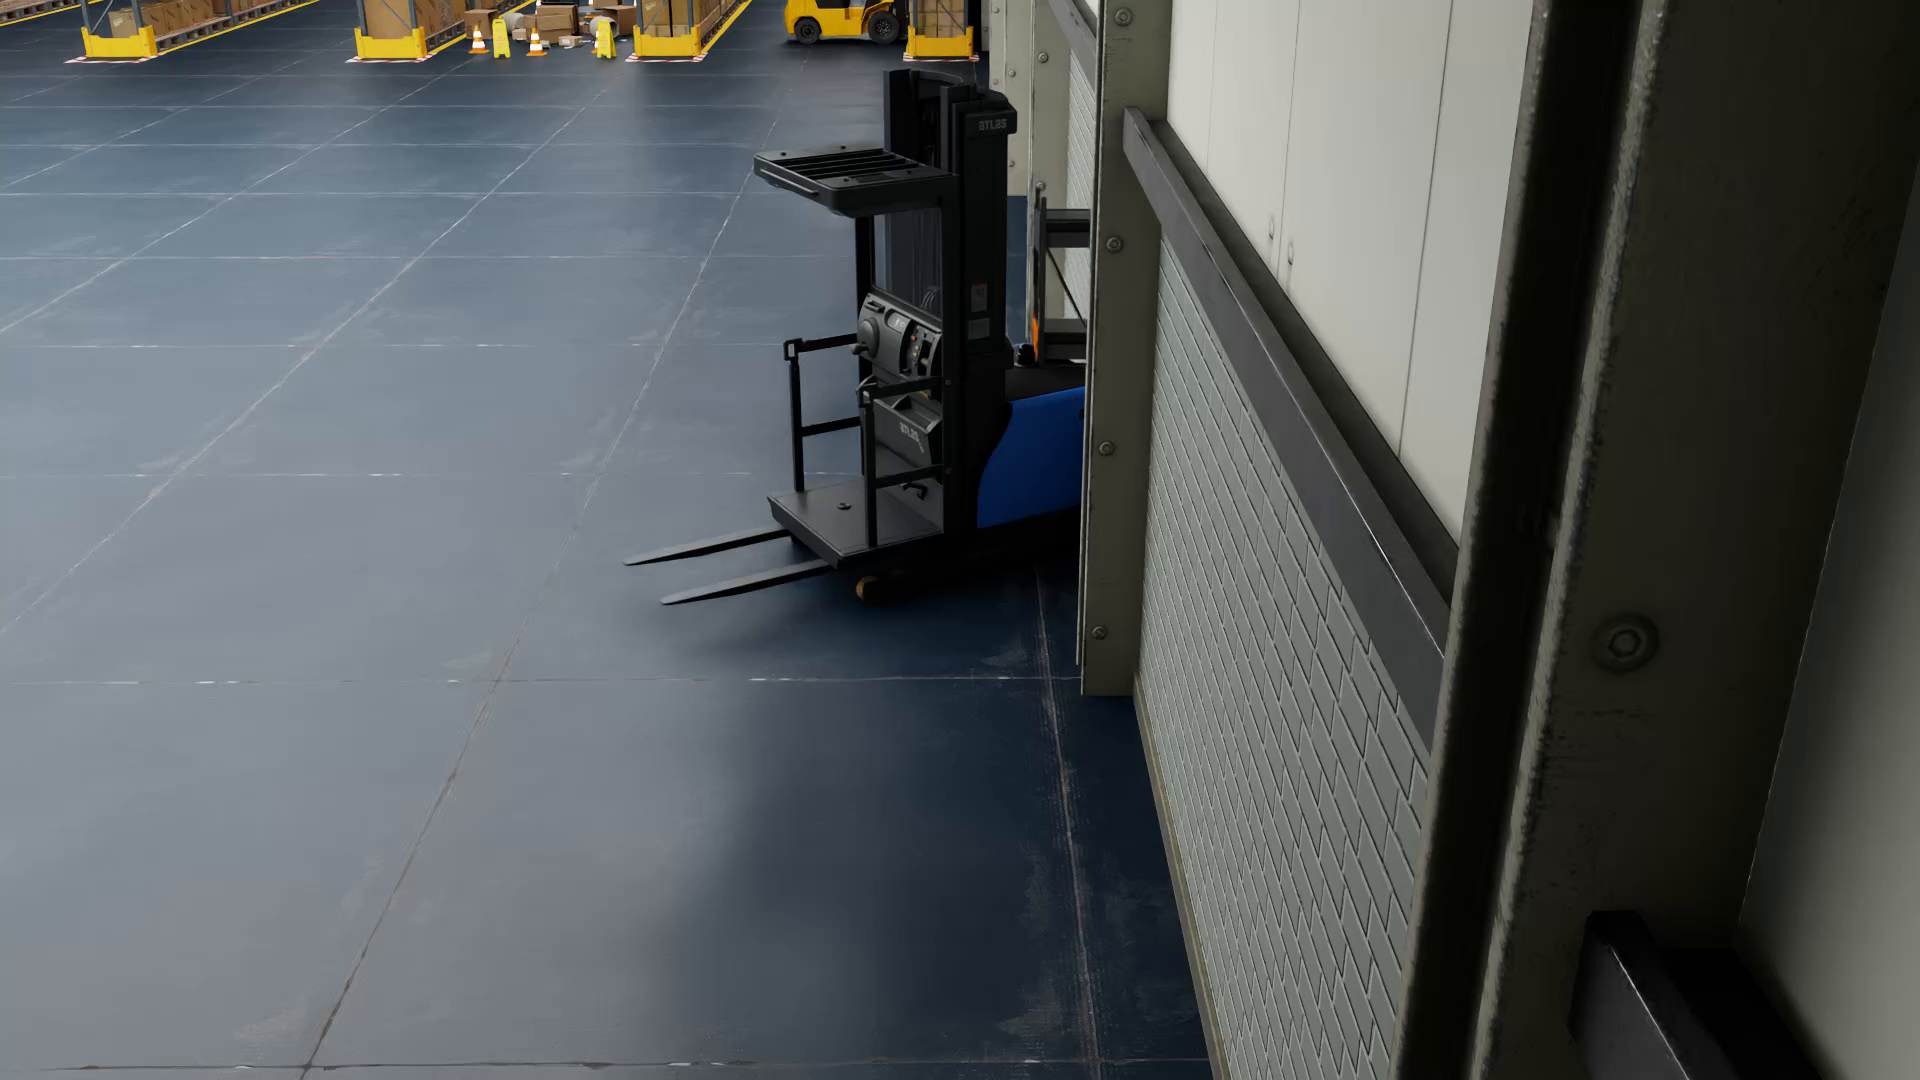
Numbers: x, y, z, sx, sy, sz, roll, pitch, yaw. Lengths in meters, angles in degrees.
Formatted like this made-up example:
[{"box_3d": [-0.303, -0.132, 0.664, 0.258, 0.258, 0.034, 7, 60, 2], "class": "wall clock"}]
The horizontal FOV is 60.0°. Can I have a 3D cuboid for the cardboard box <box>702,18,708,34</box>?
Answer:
[{"box_3d": [-5.044, -9.673, 31.324, 0.500, 0.250, 0.500, 1, 24, 1], "class": "cardboard box"}]

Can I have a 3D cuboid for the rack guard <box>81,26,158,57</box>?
[{"box_3d": [-15.224, -9.038, 30.127, 1.175, 0.500, 0.348, 0, 24, -1], "class": "rack guard"}]

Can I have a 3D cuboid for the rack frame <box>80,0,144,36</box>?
[{"box_3d": [-15.224, -10.146, 29.542, 1.000, 3.000, 0.127, 0, 24, -1], "class": "rack frame"}]

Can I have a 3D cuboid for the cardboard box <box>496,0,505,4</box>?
[{"box_3d": [-10.420, -11.978, 35.813, 1.050, 0.750, 0.750, 0, 24, 0], "class": "cardboard box"}]

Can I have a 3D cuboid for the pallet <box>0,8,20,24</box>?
[{"box_3d": [-20.267, -10.825, 34.427, 1.003, 0.211, 1.213, 0, 24, -1], "class": "pallet"}]

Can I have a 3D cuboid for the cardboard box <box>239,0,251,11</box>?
[{"box_3d": [-15.239, -11.305, 34.606, 0.700, 0.500, 0.500, 0, 24, -1], "class": "cardboard box"}]

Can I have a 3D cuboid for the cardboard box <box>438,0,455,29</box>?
[{"box_3d": [-10.356, -10.367, 32.100, 0.875, 0.875, 0.875, 0, 24, 0], "class": "cardboard box"}]

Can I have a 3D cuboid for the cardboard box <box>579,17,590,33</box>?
[{"box_3d": [-7.495, -10.247, 33.085, 0.258, 0.266, 0.396, -19, 31, -36], "class": "cardboard box"}]

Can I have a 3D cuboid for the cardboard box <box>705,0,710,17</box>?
[{"box_3d": [-5.055, -10.236, 31.659, 0.500, 0.500, 0.500, 0, 24, 0], "class": "cardboard box"}]

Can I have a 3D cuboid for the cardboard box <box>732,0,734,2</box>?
[{"box_3d": [-5.389, -11.944, 36.198, 0.950, 0.372, 0.625, -1, 24, -2], "class": "cardboard box"}]

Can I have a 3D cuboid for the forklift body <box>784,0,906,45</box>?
[{"box_3d": [-2.196, -10.600, 31.578, 2.313, 2.155, 1.214, 0, 24, -1], "class": "forklift body"}]

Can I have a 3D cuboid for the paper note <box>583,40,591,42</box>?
[{"box_3d": [-7.174, -9.563, 31.872, 0.148, 0.019, 0.142, 8, 26, 18], "class": "paper note"}]

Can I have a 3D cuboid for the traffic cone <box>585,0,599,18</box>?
[{"box_3d": [-7.774, -11.302, 35.178, 0.336, 0.463, 0.334, 0, 24, -1], "class": "traffic cone"}]

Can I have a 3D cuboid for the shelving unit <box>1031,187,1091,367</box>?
[{"box_3d": [0.686, -1.175, 10.709, 0.431, 2.100, 0.503, -1, 18, -2], "class": "shelving unit"}]

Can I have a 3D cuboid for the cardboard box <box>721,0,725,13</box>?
[{"box_3d": [-5.366, -11.049, 34.218, 0.950, 0.372, 0.625, 0, 24, 0], "class": "cardboard box"}]

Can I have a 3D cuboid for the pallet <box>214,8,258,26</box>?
[{"box_3d": [-15.277, -10.844, 34.471, 1.003, 0.211, 1.213, 0, 24, -1], "class": "pallet"}]

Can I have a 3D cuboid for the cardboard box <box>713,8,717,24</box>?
[{"box_3d": [-5.067, -10.315, 32.744, 0.500, 0.250, 0.500, -1, 24, -2], "class": "cardboard box"}]

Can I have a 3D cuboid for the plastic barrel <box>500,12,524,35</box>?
[{"box_3d": [-8.760, -10.140, 32.657, 0.512, 0.421, 0.421, 19, 30, 35], "class": "plastic barrel"}]

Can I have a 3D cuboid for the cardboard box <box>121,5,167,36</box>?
[{"box_3d": [-15.254, -9.702, 31.084, 0.500, 0.500, 0.500, 6, 25, 13], "class": "cardboard box"}]

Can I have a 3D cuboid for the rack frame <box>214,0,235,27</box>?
[{"box_3d": [-15.267, -11.794, 33.187, 1.000, 3.000, 0.127, 0, 24, -1], "class": "rack frame"}]

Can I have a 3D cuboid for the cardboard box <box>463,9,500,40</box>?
[{"box_3d": [-9.263, -10.002, 32.254, 0.500, 0.500, 0.500, 4, 25, 9], "class": "cardboard box"}]

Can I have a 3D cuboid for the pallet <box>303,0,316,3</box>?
[{"box_3d": [-15.244, -12.497, 38.125, 1.003, 0.211, 1.213, 0, 24, -1], "class": "pallet"}]

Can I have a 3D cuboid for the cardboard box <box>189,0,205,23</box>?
[{"box_3d": [-15.289, -10.445, 32.729, 0.500, 0.500, 0.500, 8, 25, 16], "class": "cardboard box"}]

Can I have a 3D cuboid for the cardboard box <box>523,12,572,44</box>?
[{"box_3d": [-7.865, -9.765, 31.731, 0.797, 0.503, 0.637, -19, 31, -36], "class": "cardboard box"}]

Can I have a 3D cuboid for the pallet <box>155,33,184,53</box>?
[{"box_3d": [-15.198, -9.241, 30.927, 1.003, 0.211, 1.213, 0, 24, -1], "class": "pallet"}]

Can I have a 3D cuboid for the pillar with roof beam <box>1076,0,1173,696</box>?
[{"box_3d": [-3.500, -3.330, 7.192, 9.100, 9.000, 0.400, 0, 24, -1], "class": "pillar with roof beam"}]

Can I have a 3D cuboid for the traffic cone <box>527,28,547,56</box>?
[{"box_3d": [-7.715, -9.061, 30.222, 0.336, 0.463, 0.334, 0, 24, -1], "class": "traffic cone"}]

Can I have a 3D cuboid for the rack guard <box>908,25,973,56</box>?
[{"box_3d": [-0.350, -9.065, 30.187, 1.175, 0.500, 0.348, 0, 24, -1], "class": "rack guard"}]

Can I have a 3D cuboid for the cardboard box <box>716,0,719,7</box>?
[{"box_3d": [-5.083, -10.876, 33.074, 0.500, 0.500, 0.500, -1, 24, -1], "class": "cardboard box"}]

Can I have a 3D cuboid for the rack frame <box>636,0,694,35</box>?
[{"box_3d": [-5.314, -10.190, 29.641, 1.000, 3.000, 0.127, 0, 24, -1], "class": "rack frame"}]

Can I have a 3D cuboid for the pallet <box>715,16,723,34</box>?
[{"box_3d": [-5.315, -10.291, 33.248, 1.003, 0.211, 1.213, 0, 24, -1], "class": "pallet"}]

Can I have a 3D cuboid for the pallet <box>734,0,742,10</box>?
[{"box_3d": [-5.394, -11.894, 36.792, 1.003, 0.211, 1.213, 0, 24, -1], "class": "pallet"}]

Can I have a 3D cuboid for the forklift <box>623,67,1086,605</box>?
[{"box_3d": [-0.543, -1.204, 9.855, 3.031, 2.935, 1.130, -14, 28, -28], "class": "forklift"}]

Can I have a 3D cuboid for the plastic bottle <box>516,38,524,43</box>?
[{"box_3d": [-8.421, -9.552, 31.795, 0.133, 0.061, 0.283, -9, 26, -19], "class": "plastic bottle"}]

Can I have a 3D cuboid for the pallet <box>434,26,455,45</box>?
[{"box_3d": [-10.360, -9.686, 31.911, 1.003, 0.211, 1.213, 0, 24, -1], "class": "pallet"}]

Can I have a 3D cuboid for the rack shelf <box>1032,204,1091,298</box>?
[{"box_3d": [0.687, -1.826, 10.492, 0.431, 0.518, 0.480, -1, 18, -2], "class": "rack shelf"}]

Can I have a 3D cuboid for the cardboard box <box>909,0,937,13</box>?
[{"box_3d": [-0.668, -9.796, 30.384, 0.500, 0.250, 0.500, 1, 24, 1], "class": "cardboard box"}]

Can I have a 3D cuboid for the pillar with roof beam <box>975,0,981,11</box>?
[{"box_3d": [-3.827, -15.691, 34.524, 9.100, 9.000, 0.400, 0, 24, -1], "class": "pillar with roof beam"}]

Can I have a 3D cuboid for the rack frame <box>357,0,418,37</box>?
[{"box_3d": [-10.263, -10.126, 29.500, 1.000, 3.000, 0.127, 0, 24, -1], "class": "rack frame"}]

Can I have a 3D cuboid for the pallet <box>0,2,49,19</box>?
[{"box_3d": [-20.283, -11.328, 35.542, 1.003, 0.211, 1.213, 0, 24, -1], "class": "pallet"}]

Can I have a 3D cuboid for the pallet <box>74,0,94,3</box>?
[{"box_3d": [-20.314, -12.474, 38.074, 1.003, 0.211, 1.213, 0, 24, -1], "class": "pallet"}]
